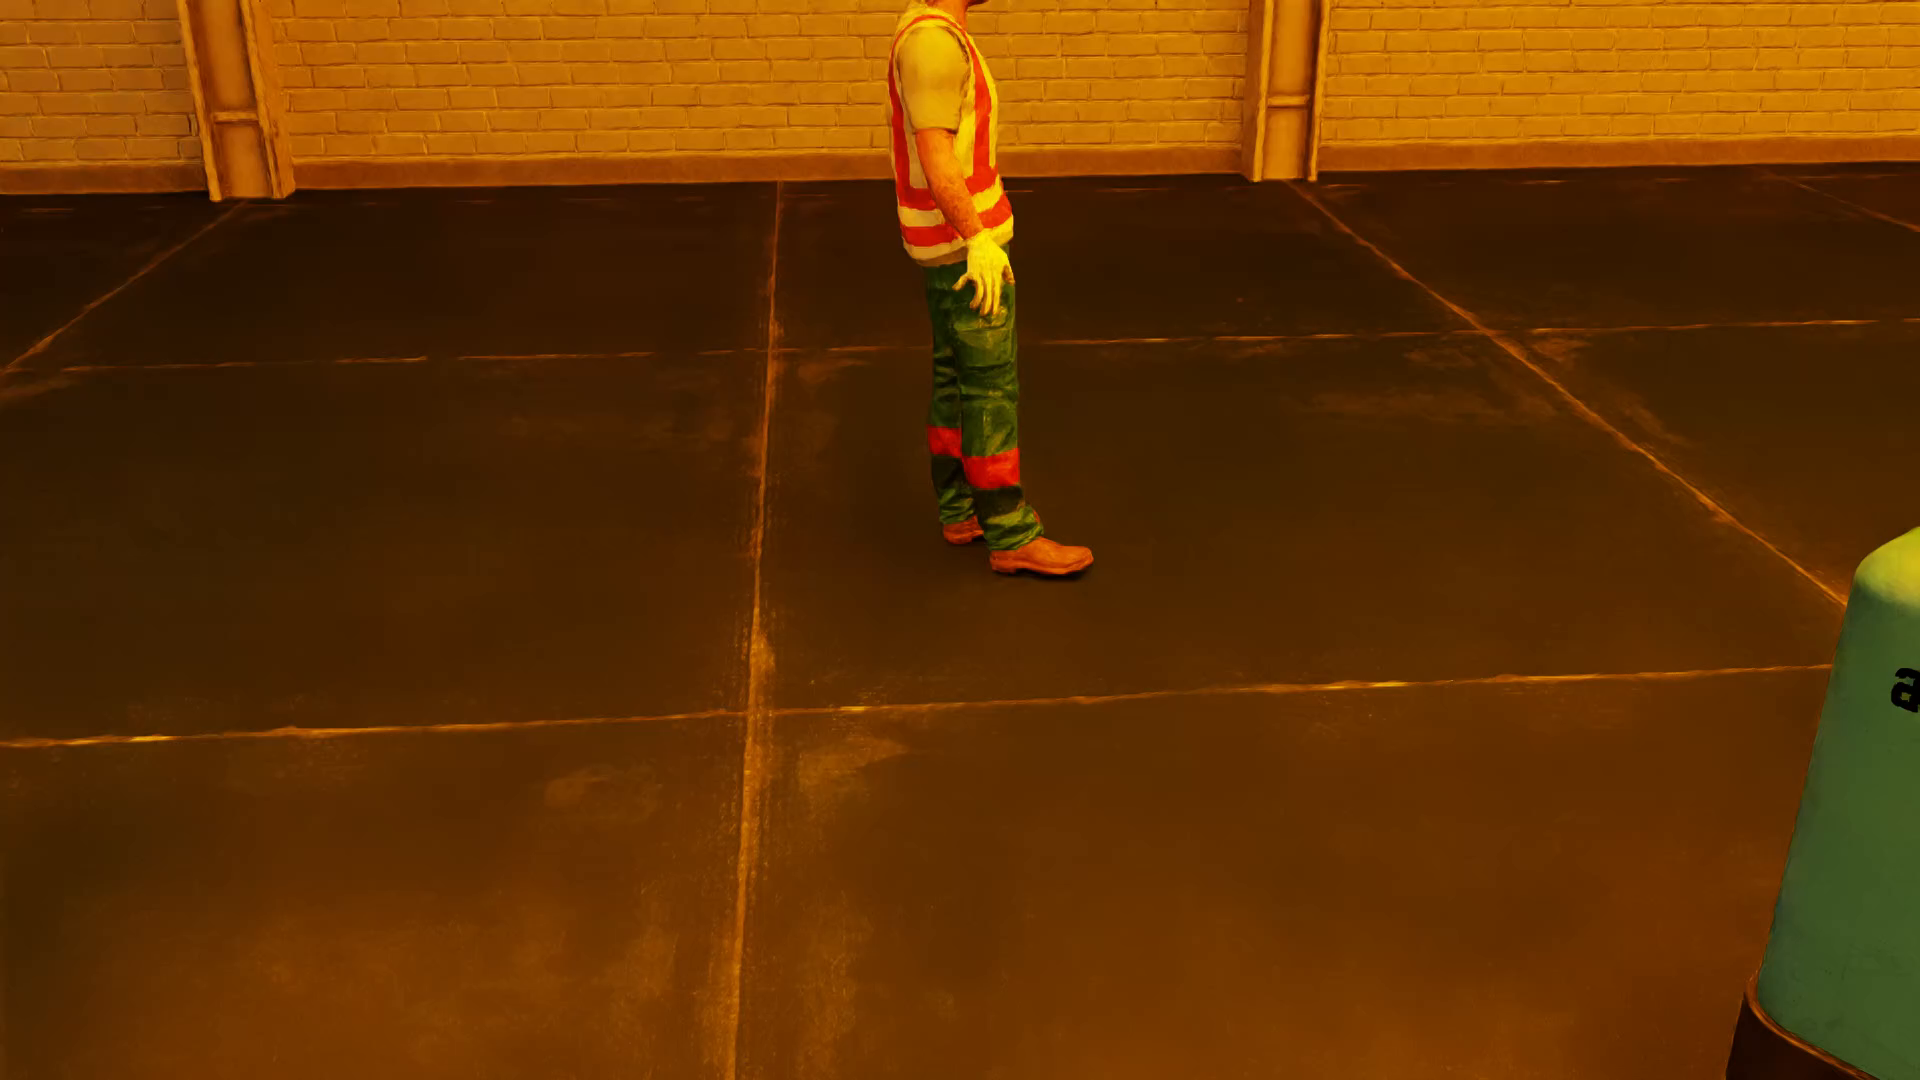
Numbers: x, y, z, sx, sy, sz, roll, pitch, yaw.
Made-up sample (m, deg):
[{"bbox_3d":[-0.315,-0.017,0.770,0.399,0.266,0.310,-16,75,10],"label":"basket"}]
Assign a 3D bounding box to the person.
[{"bbox_3d":[0.081,-0.825,4.637,0.563,1.787,0.637,-2,24,-5],"label":"person"}]
